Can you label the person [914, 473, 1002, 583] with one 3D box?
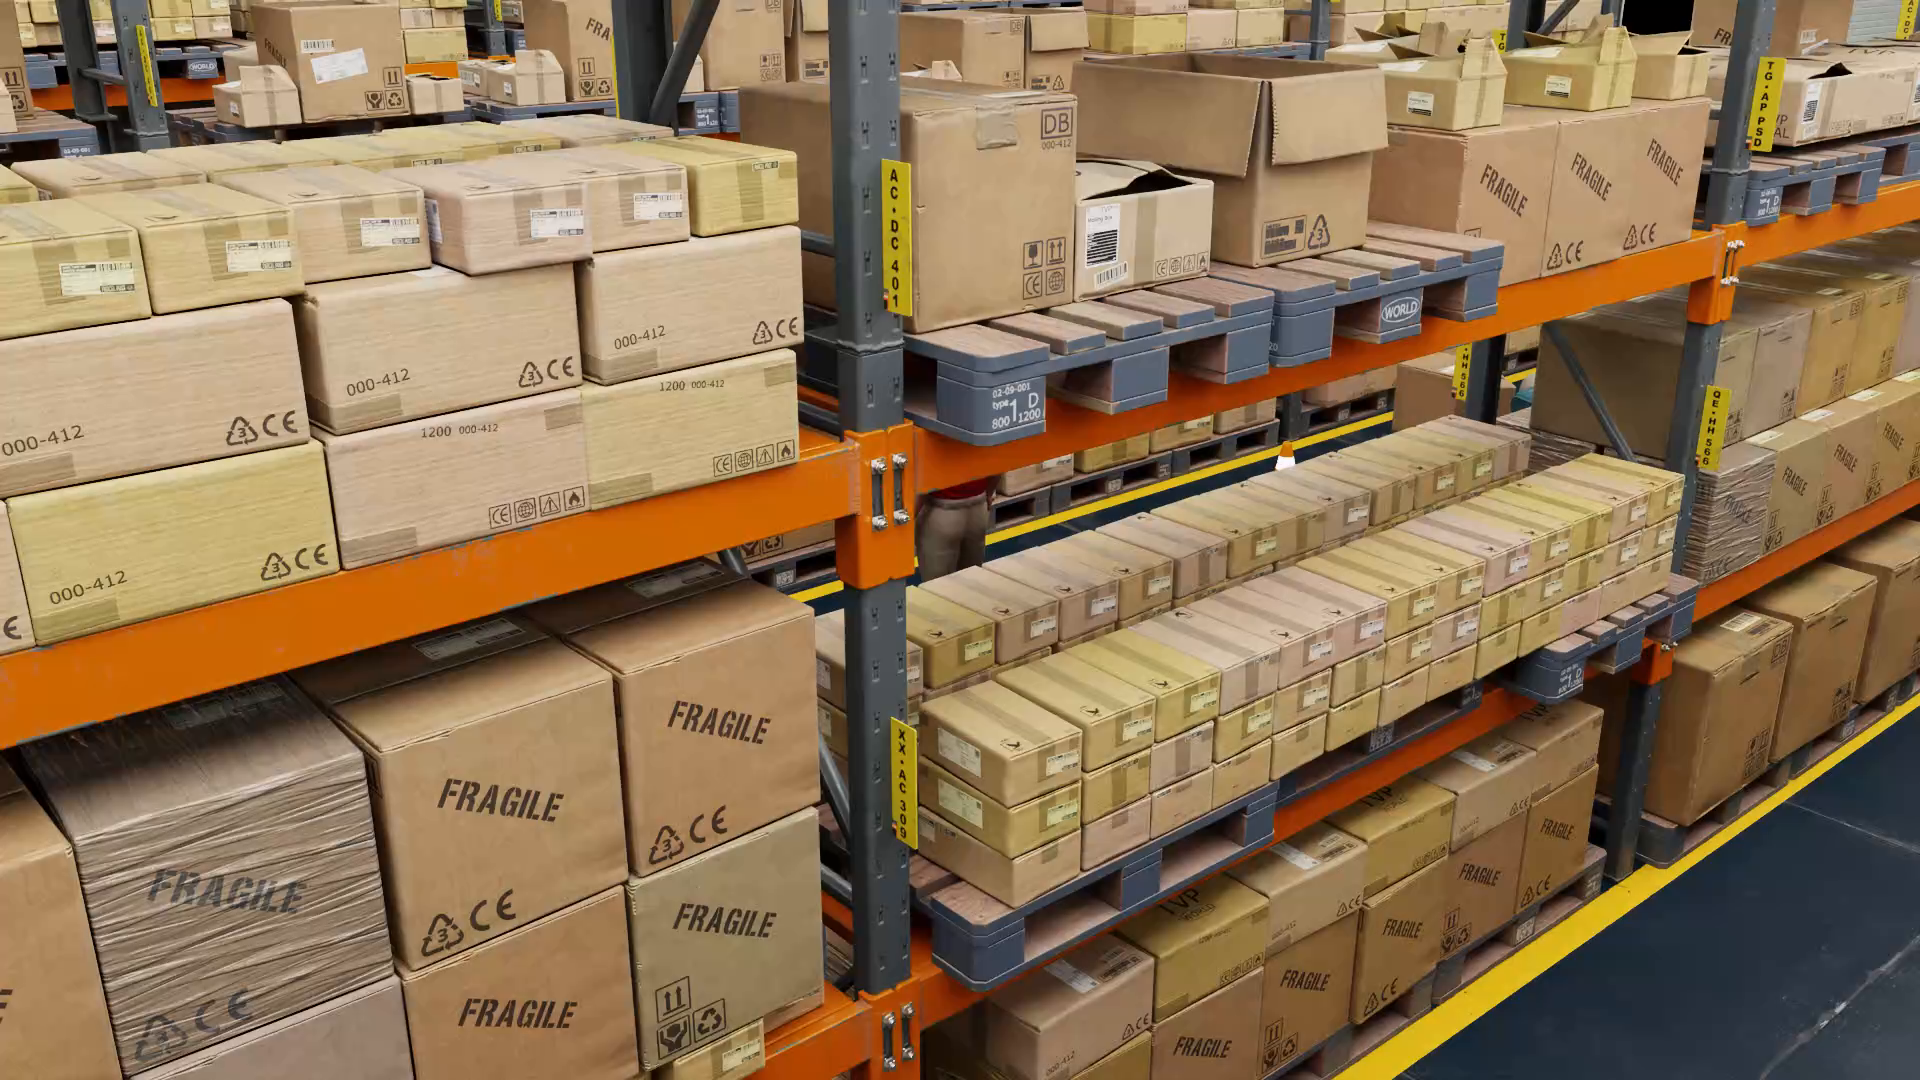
[{"bbox_3d":[-0.101,-0.142,8.952,0.642,1.728,0.550,-17,27,-37],"label":"person"}]
